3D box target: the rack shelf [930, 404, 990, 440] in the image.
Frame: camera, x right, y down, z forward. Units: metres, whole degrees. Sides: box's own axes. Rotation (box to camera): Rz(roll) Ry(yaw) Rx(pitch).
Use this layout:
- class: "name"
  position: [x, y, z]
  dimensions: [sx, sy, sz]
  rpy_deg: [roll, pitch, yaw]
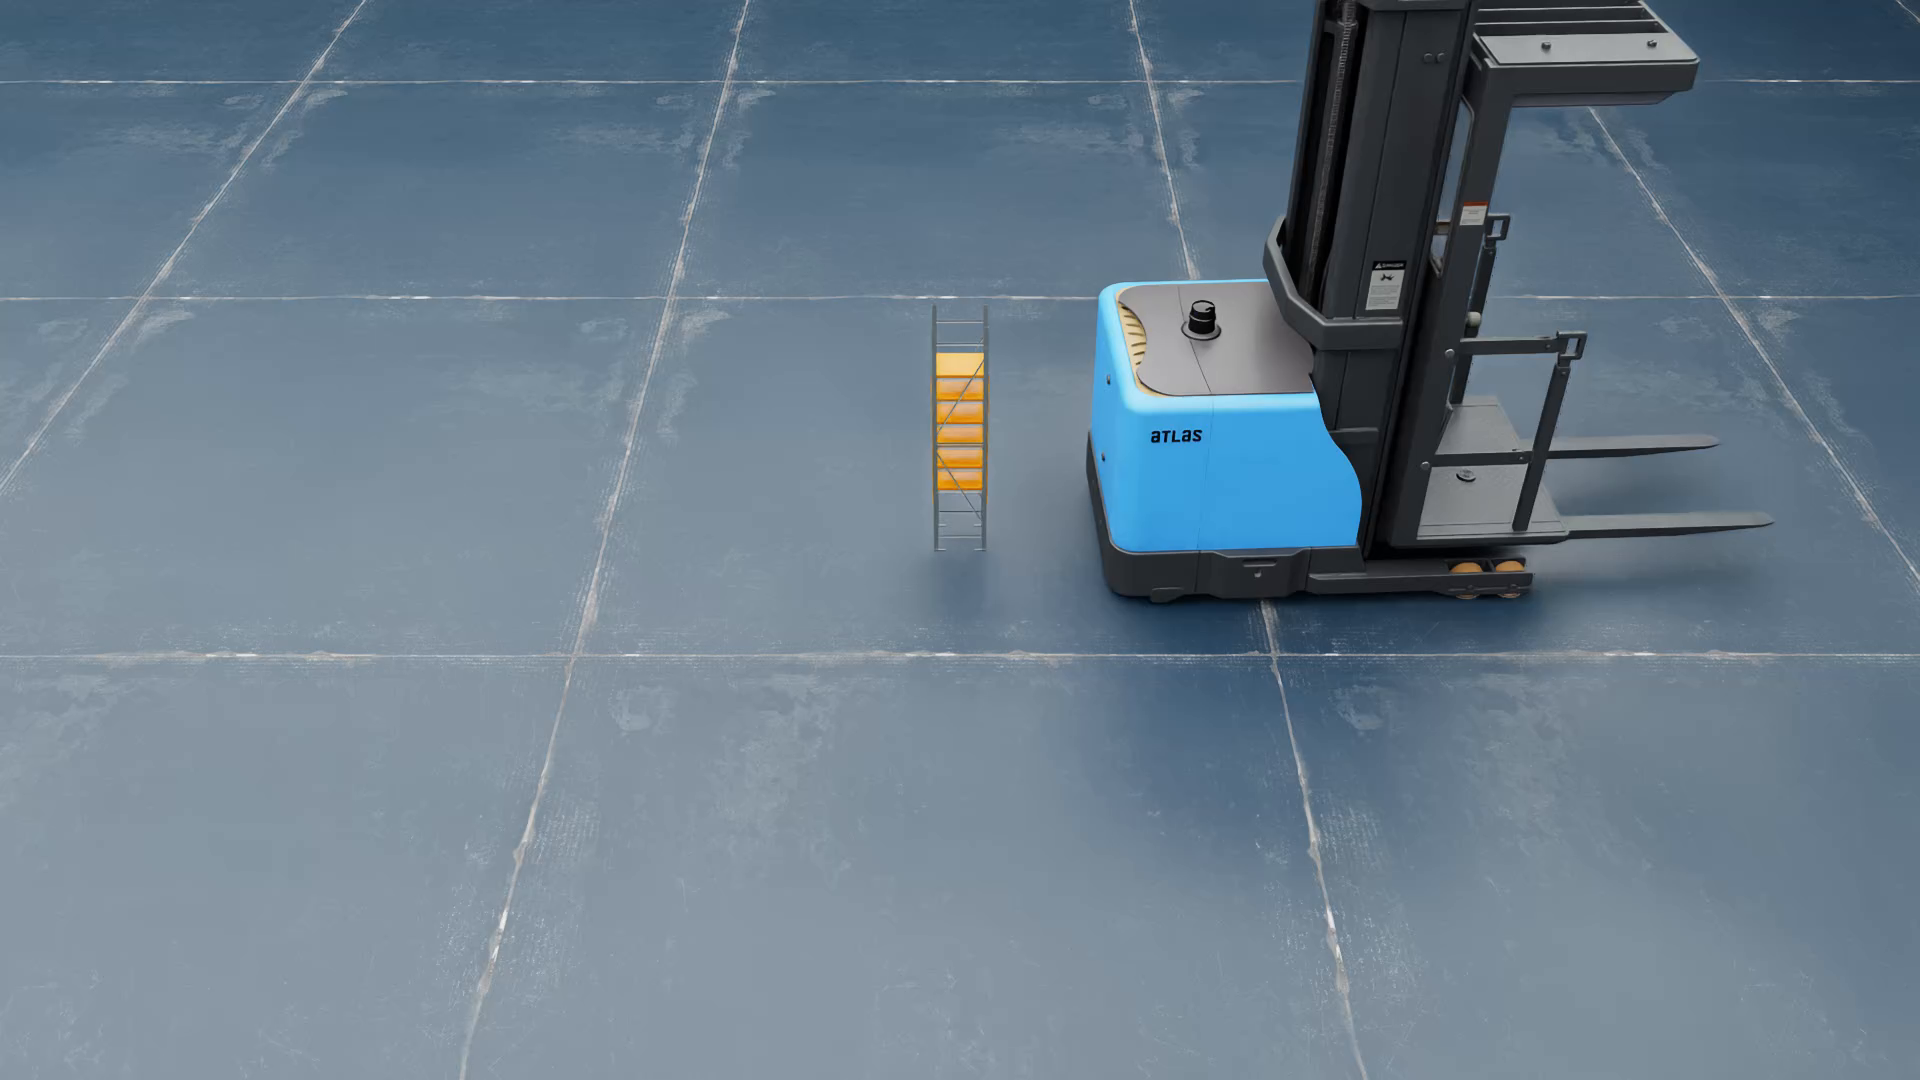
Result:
- class: "rack shelf"
  position: [0.000, -0.536, 7.339]
  dimensions: [0.258, 0.103, 0.180]
  rpy_deg: [0, 39, 0]

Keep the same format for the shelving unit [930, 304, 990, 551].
- class: "shelving unit"
  position: [0.000, -0.477, 7.386]
  dimensions: [0.258, 1.200, 0.189]
  rpy_deg: [0, 39, 0]

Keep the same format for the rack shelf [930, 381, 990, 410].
- class: "rack shelf"
  position: [0.000, -0.630, 7.264]
  dimensions: [0.258, 0.103, 0.180]
  rpy_deg: [0, 39, 0]

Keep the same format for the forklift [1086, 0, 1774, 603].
- class: "forklift"
  position: [2.145, -1.211, 6.917]
  dimensions: [3.031, 2.935, 1.130]
  rpy_deg: [-2, 39, -2]

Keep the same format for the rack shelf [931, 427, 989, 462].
- class: "rack shelf"
  position: [0.000, -0.443, 7.414]
  dimensions: [0.258, 0.103, 0.180]
  rpy_deg: [0, 39, 0]

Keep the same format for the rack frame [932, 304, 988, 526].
- class: "rack frame"
  position: [0.000, -0.534, 7.457]
  dimensions: [0.240, 1.200, 0.006]
  rpy_deg: [0, 39, 0]

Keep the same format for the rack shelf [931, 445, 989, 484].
- class: "rack shelf"
  position: [0.000, -0.349, 7.489]
  dimensions: [0.258, 0.103, 0.180]
  rpy_deg: [0, 39, 0]

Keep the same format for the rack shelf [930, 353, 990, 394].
- class: "rack shelf"
  position: [0.000, -0.724, 7.189]
  dimensions: [0.258, 0.103, 0.180]
  rpy_deg: [0, 39, 0]

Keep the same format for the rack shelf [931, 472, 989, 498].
- class: "rack shelf"
  position: [0.000, -0.255, 7.564]
  dimensions: [0.258, 0.103, 0.180]
  rpy_deg: [0, 39, 0]

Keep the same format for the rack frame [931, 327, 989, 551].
- class: "rack frame"
  position: [0.000, -0.420, 7.315]
  dimensions: [0.240, 1.200, 0.006]
  rpy_deg: [0, 39, 0]
